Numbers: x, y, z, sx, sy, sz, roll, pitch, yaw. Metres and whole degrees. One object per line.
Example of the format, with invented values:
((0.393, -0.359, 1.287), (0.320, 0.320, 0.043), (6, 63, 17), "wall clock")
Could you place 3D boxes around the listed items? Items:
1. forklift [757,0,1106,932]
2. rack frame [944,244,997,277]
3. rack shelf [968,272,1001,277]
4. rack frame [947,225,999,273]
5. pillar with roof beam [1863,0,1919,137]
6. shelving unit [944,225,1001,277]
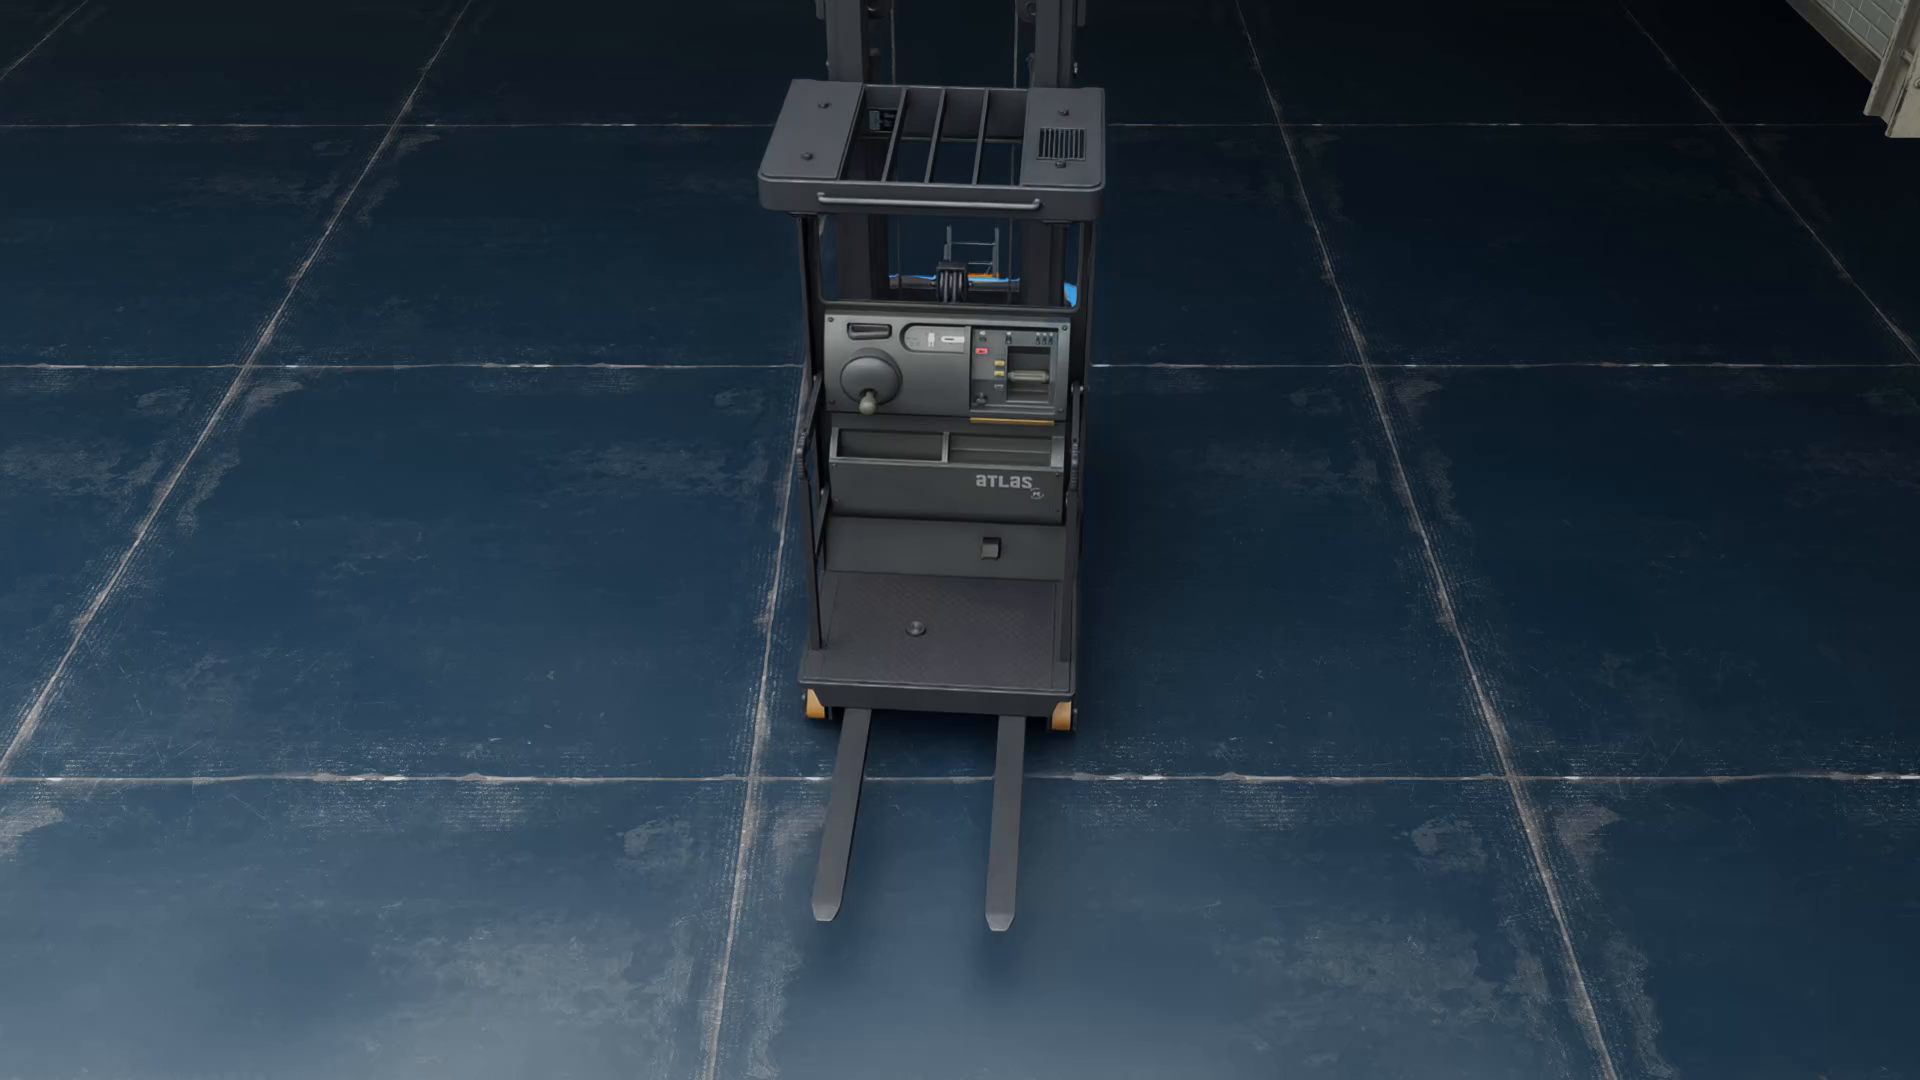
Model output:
((-0.063, -0.584, 6.135), (1.130, 2.935, 3.031), (2, 39, 3), "forklift")
((0.048, -0.859, 7.862), (0.240, 1.200, 0.006), (2, 39, 3), "rack frame")
((0.055, -1.162, 7.736), (0.258, 0.103, 0.180), (2, 39, 3), "rack shelf")
((0.061, -0.973, 8.004), (0.240, 1.200, 0.006), (2, 39, 3), "rack frame")
((2.045, -6.322, 8.443), (9.100, 9.000, 0.400), (0, 39, 0), "pillar with roof beam")
((0.055, -0.916, 7.933), (0.258, 1.200, 0.189), (2, 39, 3), "shelving unit")
